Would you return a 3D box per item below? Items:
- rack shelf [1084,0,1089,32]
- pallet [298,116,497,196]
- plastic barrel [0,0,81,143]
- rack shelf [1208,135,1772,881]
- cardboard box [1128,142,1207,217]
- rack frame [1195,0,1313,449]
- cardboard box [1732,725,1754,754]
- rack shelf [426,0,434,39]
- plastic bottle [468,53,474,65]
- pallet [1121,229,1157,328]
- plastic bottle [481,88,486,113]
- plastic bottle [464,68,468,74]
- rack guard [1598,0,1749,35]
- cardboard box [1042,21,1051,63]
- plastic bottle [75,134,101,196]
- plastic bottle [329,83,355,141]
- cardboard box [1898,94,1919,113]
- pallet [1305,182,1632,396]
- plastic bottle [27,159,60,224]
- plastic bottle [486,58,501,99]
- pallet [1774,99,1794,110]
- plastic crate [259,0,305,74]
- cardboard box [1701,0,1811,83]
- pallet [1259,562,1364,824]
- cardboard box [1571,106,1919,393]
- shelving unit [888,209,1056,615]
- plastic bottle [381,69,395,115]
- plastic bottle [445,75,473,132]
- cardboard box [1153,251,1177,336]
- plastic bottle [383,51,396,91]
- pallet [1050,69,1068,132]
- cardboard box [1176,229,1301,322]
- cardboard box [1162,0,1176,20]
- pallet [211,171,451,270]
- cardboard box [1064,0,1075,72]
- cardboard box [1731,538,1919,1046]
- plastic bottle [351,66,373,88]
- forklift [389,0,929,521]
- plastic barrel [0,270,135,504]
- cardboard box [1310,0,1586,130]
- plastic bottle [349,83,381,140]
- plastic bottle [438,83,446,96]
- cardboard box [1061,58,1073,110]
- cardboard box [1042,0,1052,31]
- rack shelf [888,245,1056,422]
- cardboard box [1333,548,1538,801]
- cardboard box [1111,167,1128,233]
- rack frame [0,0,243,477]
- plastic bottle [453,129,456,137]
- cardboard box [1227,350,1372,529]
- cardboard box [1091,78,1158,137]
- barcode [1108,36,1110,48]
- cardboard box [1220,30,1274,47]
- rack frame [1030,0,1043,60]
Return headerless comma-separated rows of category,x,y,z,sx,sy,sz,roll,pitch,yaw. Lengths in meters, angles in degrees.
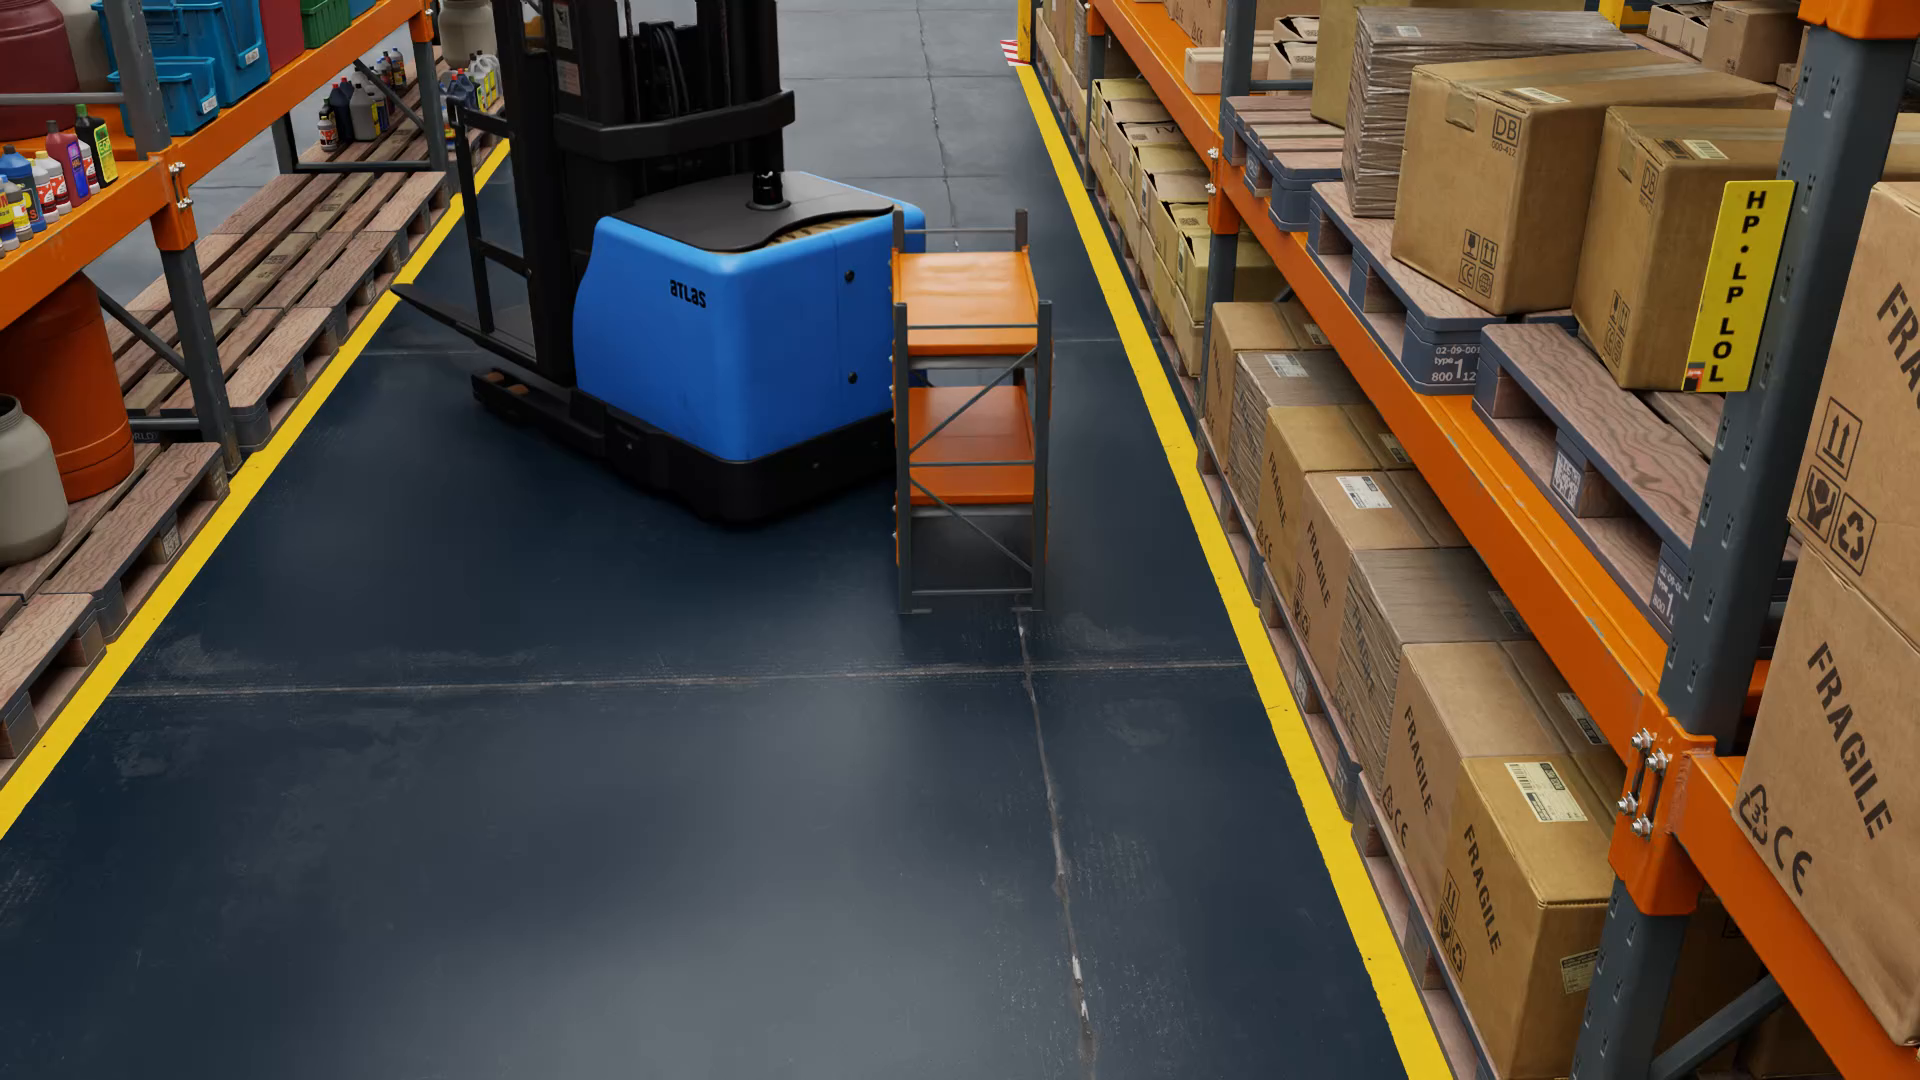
rack shelf,1.184,-4.173,11.785,1.077,0.370,4.000,-1,28,-3
pallet,-3.652,-2.525,10.863,1.003,0.211,1.213,-1,28,-3
plastic barrel,-3.776,-1.870,6.445,0.600,0.536,0.708,-1,28,-3
rack shelf,1.602,-0.478,4.701,1.077,0.370,4.000,-1,28,-3
cardboard box,1.143,-1.877,8.518,0.500,0.311,0.500,-1,28,-1
rack frame,1.497,-1.721,6.306,1.000,3.000,0.127,-1,28,-3
cardboard box,1.885,0.564,4.152,0.500,0.500,0.500,-1,28,-2
rack shelf,-3.763,-4.055,11.559,1.077,0.370,4.000,-1,28,-3
plastic bottle,-3.454,-3.331,11.854,0.061,0.283,0.133,-1,28,-3
pallet,1.432,-1.428,8.759,1.003,0.211,1.213,-1,28,-3
plastic bottle,-3.287,-3.006,11.320,0.097,0.201,0.097,0,28,0
plastic bottle,-3.464,-3.221,11.733,0.097,0.201,0.097,0,28,0
rack guard,6.030,-4.393,14.133,1.175,0.500,0.348,-1,28,-3
cardboard box,0.915,-3.898,13.000,0.500,0.250,0.500,-1,28,-3
plastic bottle,-3.015,-1.285,5.684,0.097,0.201,0.097,0,28,0
plastic bottle,-3.980,-2.761,10.689,0.144,0.351,0.185,-2,28,-4
cardboard box,6.177,-2.875,11.106,0.380,0.166,0.250,-5,28,-9
pallet,1.603,-0.738,4.628,1.003,0.211,1.213,-1,28,-3
plastic bottle,-2.998,-1.133,5.394,0.097,0.201,0.097,0,28,0
plastic bottle,-3.341,-3.266,11.738,0.152,0.276,0.135,-2,28,-4
pallet,6.165,-2.762,11.318,1.003,0.211,1.213,-1,28,-3
plastic crate,-3.228,-2.385,7.510,0.402,0.464,0.583,-1,28,-3
cardboard box,5.991,-3.698,12.325,0.700,0.500,0.500,-3,28,-6
pallet,1.559,0.423,5.210,1.003,0.211,1.213,-1,28,-3
cardboard box,1.805,-0.644,3.679,0.700,0.500,0.500,3,28,5
shelving unit,0.020,-0.485,5.964,0.538,1.125,1.048,-1,28,-2
plastic bottle,-3.905,-3.047,11.310,0.061,0.283,0.133,-1,28,-3
plastic bottle,-3.286,-2.853,10.866,0.144,0.351,0.185,-1,28,-1
cardboard box,1.196,-1.163,7.755,0.500,0.250,0.500,-2,28,-3
plastic bottle,-4.090,-3.338,11.868,0.061,0.283,0.133,-1,28,-2
pallet,1.222,-3.265,12.281,1.003,0.211,1.213,-1,28,-3
cardboard box,1.224,-1.172,7.167,0.500,0.311,0.500,-1,28,-1
cardboard box,1.340,-3.014,8.677,0.500,0.500,0.500,1,28,1
pallet,-3.579,-1.852,9.573,1.003,0.211,1.213,-1,28,-3
cardboard box,1.001,-3.538,11.499,0.500,0.500,0.500,-1,28,-3
cardboard box,1.461,0.324,2.277,0.500,0.500,0.500,-1,28,-1
plastic bottle,-4.007,-2.999,11.145,0.144,0.351,0.185,-2,28,-3
forklift,-1.506,-1.956,6.831,1.130,2.935,3.031,-24,36,-38
plastic barrel,-3.407,-0.601,6.052,0.600,0.830,0.708,-1,28,-3
cardboard box,1.643,-1.663,5.633,0.700,0.500,0.500,-11,29,-20
plastic bottle,-3.836,-2.765,10.696,0.144,0.351,0.185,-1,28,-3
plastic bottle,-3.430,-2.850,10.859,0.144,0.351,0.185,-1,28,-3
cardboard box,0.989,-3.206,11.672,0.500,0.250,0.500,-1,28,-3
cardboard box,0.913,-4.231,12.827,0.500,0.500,0.500,-1,28,-3
rack shelf,0.020,-0.745,5.828,0.538,0.278,1.000,-1,28,-2
cardboard box,1.351,0.359,4.546,0.500,0.500,0.500,-1,28,-2
cardboard box,1.117,-1.868,9.106,0.500,0.250,0.500,-2,28,-4
rack frame,-3.450,-1.603,6.080,1.000,3.000,0.127,-1,28,-3
plastic bottle,-3.243,-2.609,10.559,0.097,0.201,0.097,0,28,0
cardboard box,1.269,-0.349,5.902,0.500,0.500,0.500,-2,28,-5
cardboard box,1.061,-2.587,9.879,0.500,0.311,0.500,-1,28,-2
barcode,0.886,-2.953,9.856,0.001,0.075,0.075,-1,28,-3
cardboard box,1.374,-2.197,7.490,0.380,0.149,0.250,1,28,1
rack frame,1.079,-5.415,13.389,1.000,3.000,0.127,-1,28,-3
